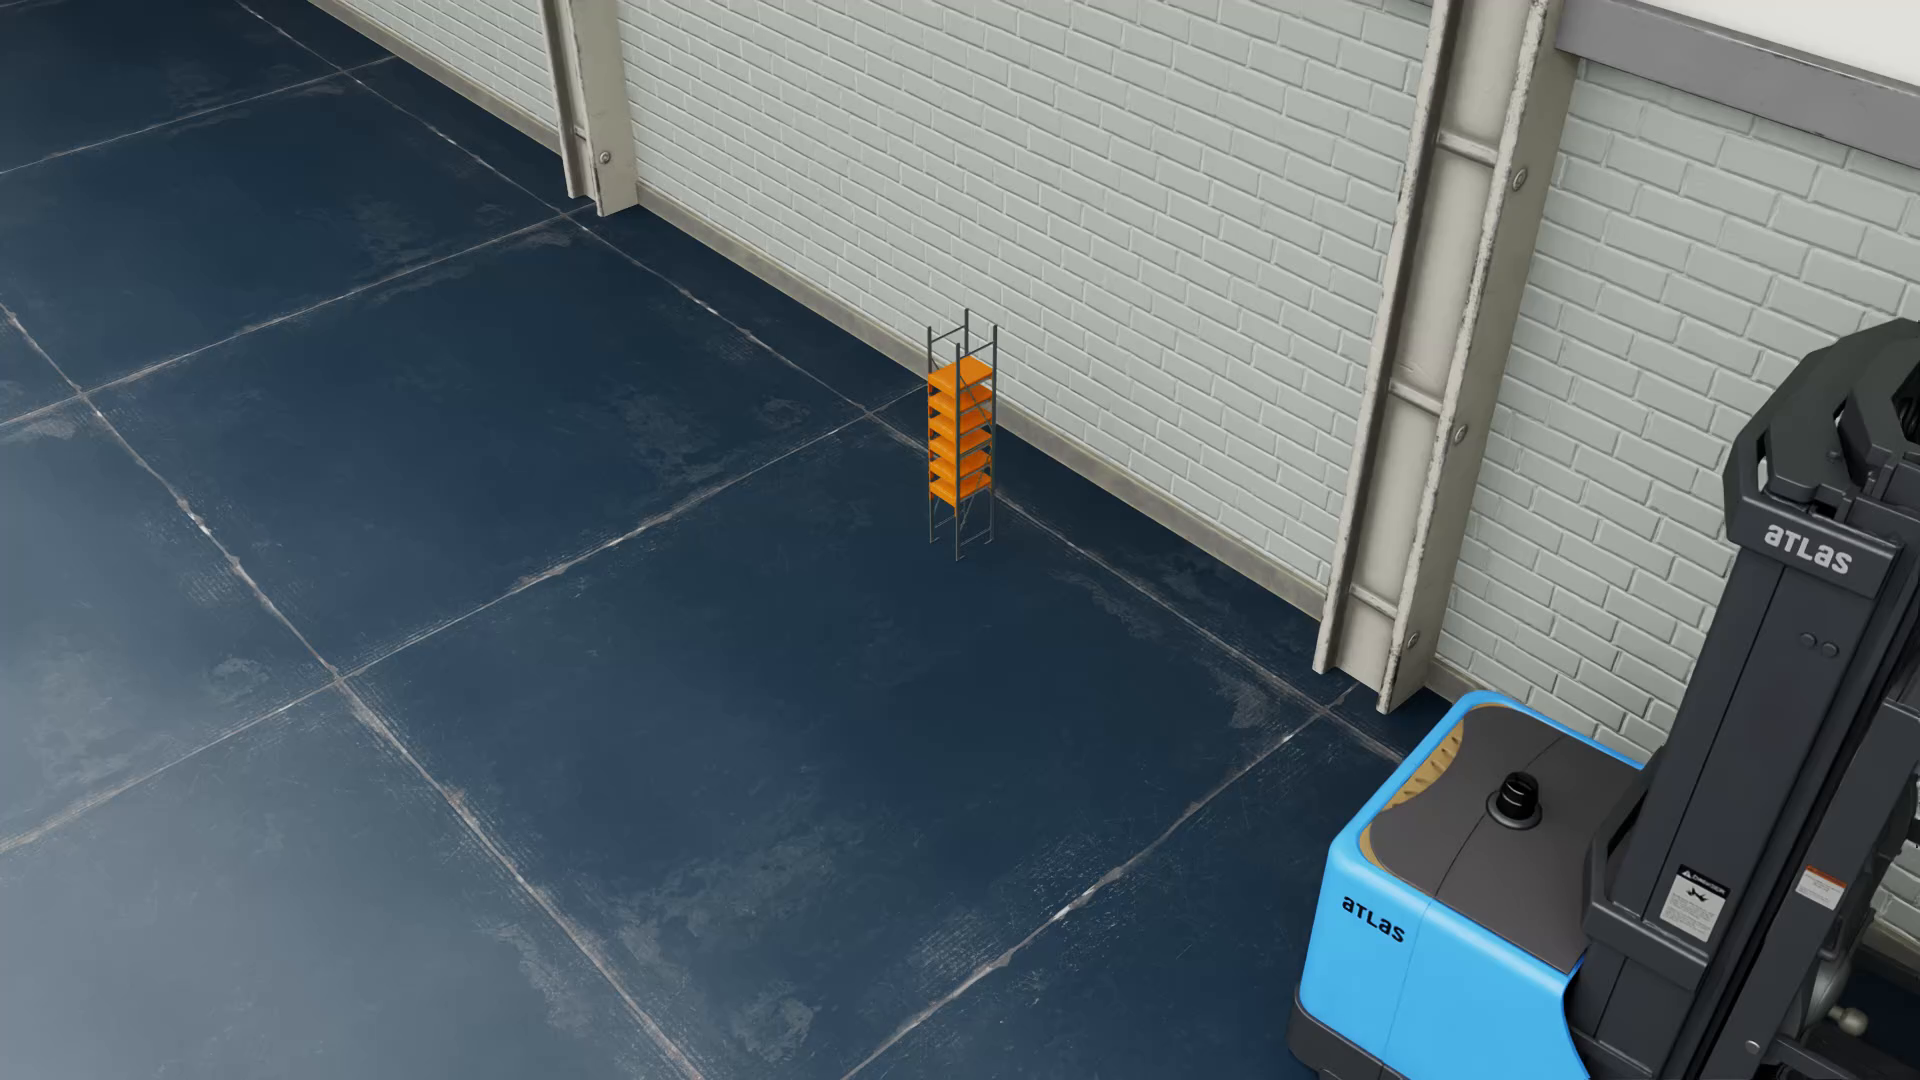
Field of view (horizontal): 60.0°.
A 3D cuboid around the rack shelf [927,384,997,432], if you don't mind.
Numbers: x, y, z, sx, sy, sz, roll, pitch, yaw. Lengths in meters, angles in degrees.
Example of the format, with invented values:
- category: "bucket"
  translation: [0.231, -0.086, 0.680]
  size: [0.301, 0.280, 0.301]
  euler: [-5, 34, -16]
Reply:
- category: "rack shelf"
  translation: [0.010, -0.612, 7.450]
  size: [0.258, 0.103, 0.180]
  euler: [-30, 48, -32]

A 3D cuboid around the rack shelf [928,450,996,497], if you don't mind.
- category: "rack shelf"
  translation: [0.010, -0.332, 7.676]
  size: [0.258, 0.103, 0.180]
  euler: [-30, 48, -32]

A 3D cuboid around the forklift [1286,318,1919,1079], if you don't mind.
- category: "forklift"
  translation: [2.565, 1.015, 4.369]
  size: [3.031, 2.935, 1.130]
  euler: [28, 47, 31]

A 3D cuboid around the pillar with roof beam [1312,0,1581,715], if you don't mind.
- category: "pillar with roof beam"
  translation: [-1.388, -1.085, 2.140]
  size: [9.100, 9.000, 0.400]
  euler: [-30, 48, -32]

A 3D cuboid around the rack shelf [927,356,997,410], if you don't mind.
- category: "rack shelf"
  translation: [0.010, -0.706, 7.374]
  size: [0.258, 0.103, 0.180]
  euler: [-30, 48, -32]

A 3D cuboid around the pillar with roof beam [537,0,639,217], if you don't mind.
- category: "pillar with roof beam"
  translation: [-5.446, -3.862, 5.578]
  size: [9.100, 9.000, 0.400]
  euler: [-30, 48, -32]

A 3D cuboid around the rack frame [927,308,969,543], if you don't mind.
- category: "rack frame"
  translation: [-0.052, -0.502, 7.625]
  size: [0.240, 1.200, 0.006]
  euler: [-30, 48, -32]

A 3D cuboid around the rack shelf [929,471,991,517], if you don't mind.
- category: "rack shelf"
  translation: [0.010, -0.239, 7.751]
  size: [0.258, 0.103, 0.180]
  euler: [-30, 48, -32]

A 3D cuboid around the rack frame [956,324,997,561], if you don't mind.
- category: "rack frame"
  translation: [0.072, -0.418, 7.520]
  size: [0.240, 1.200, 0.006]
  euler: [-30, 48, -32]

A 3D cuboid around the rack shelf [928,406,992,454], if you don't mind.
- category: "rack shelf"
  translation: [0.010, -0.519, 7.525]
  size: [0.258, 0.103, 0.180]
  euler: [-30, 48, -32]

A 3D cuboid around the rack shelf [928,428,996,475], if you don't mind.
- category: "rack shelf"
  translation: [0.010, -0.426, 7.600]
  size: [0.258, 0.103, 0.180]
  euler: [-30, 48, -32]

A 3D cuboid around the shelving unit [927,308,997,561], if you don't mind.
- category: "shelving unit"
  translation: [0.010, -0.460, 7.573]
  size: [0.258, 1.200, 0.189]
  euler: [-30, 48, -32]
